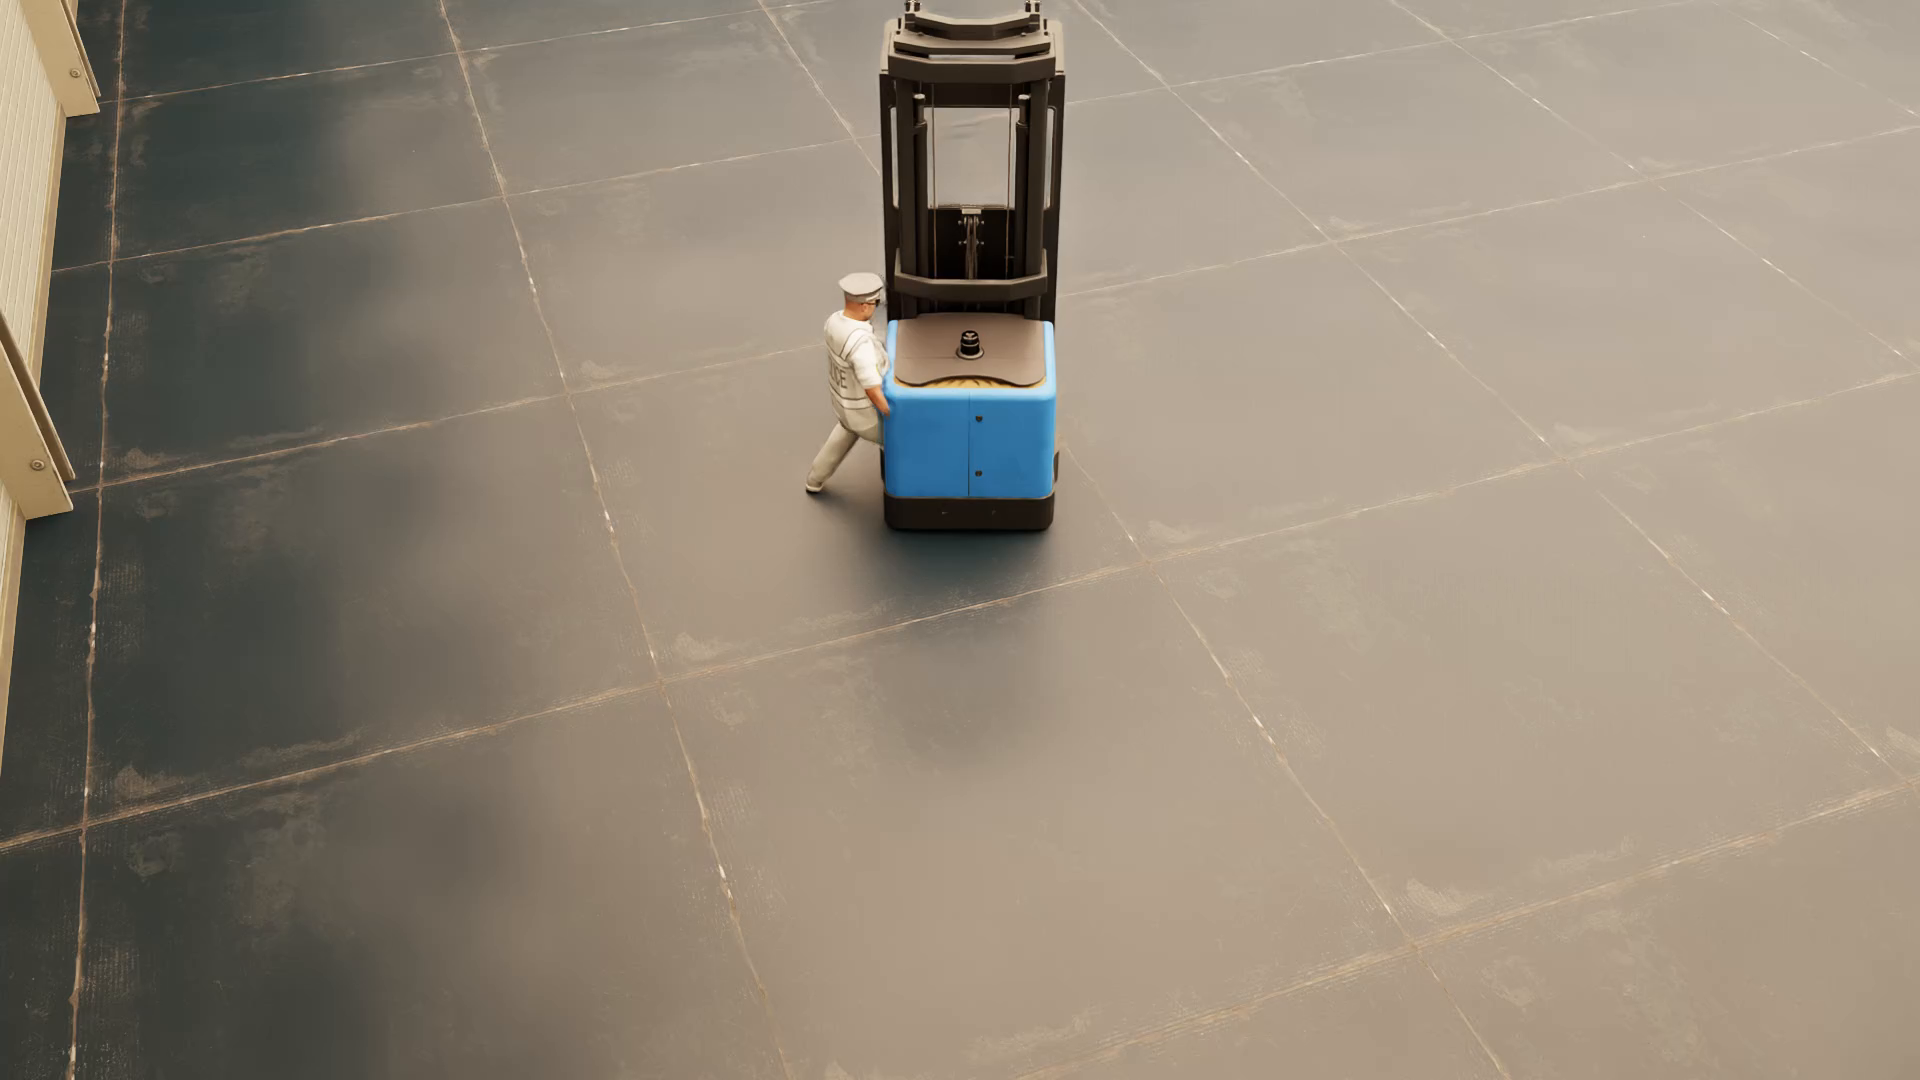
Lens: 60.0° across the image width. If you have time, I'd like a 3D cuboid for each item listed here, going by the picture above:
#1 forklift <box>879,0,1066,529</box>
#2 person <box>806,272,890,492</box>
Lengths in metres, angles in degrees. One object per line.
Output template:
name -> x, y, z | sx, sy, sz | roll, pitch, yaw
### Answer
forklift -> 0.075, -2.109, 10.509 | 1.130, 2.935, 3.031 | 1, 40, 1
person -> -0.565, -0.890, 10.121 | 0.721, 1.627, 0.972 | -17, 43, -19
